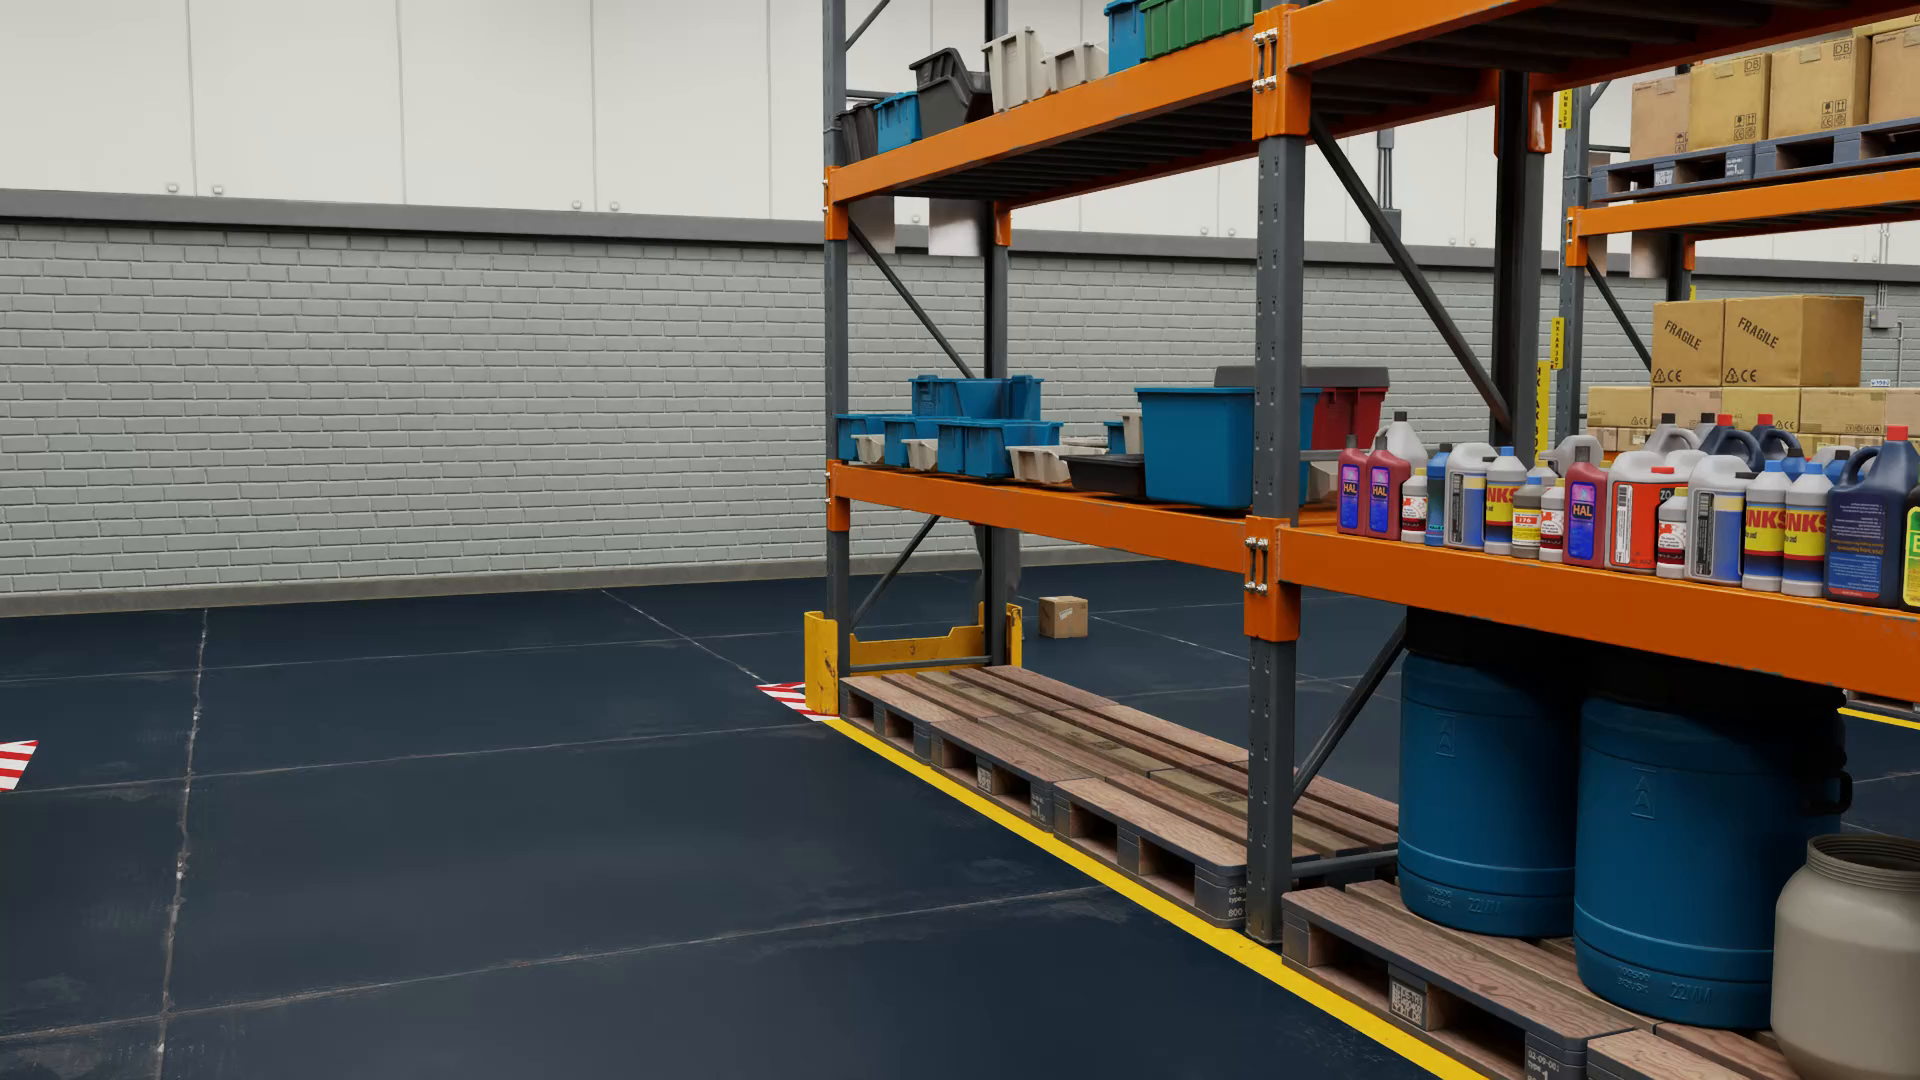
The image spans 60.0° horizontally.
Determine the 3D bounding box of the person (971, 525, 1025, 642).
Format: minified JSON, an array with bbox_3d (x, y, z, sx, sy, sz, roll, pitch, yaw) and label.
[{"bbox_3d":[0.234,-0.138,11.140,0.325,1.636,0.446,-2,6,-22],"label":"person"}]
